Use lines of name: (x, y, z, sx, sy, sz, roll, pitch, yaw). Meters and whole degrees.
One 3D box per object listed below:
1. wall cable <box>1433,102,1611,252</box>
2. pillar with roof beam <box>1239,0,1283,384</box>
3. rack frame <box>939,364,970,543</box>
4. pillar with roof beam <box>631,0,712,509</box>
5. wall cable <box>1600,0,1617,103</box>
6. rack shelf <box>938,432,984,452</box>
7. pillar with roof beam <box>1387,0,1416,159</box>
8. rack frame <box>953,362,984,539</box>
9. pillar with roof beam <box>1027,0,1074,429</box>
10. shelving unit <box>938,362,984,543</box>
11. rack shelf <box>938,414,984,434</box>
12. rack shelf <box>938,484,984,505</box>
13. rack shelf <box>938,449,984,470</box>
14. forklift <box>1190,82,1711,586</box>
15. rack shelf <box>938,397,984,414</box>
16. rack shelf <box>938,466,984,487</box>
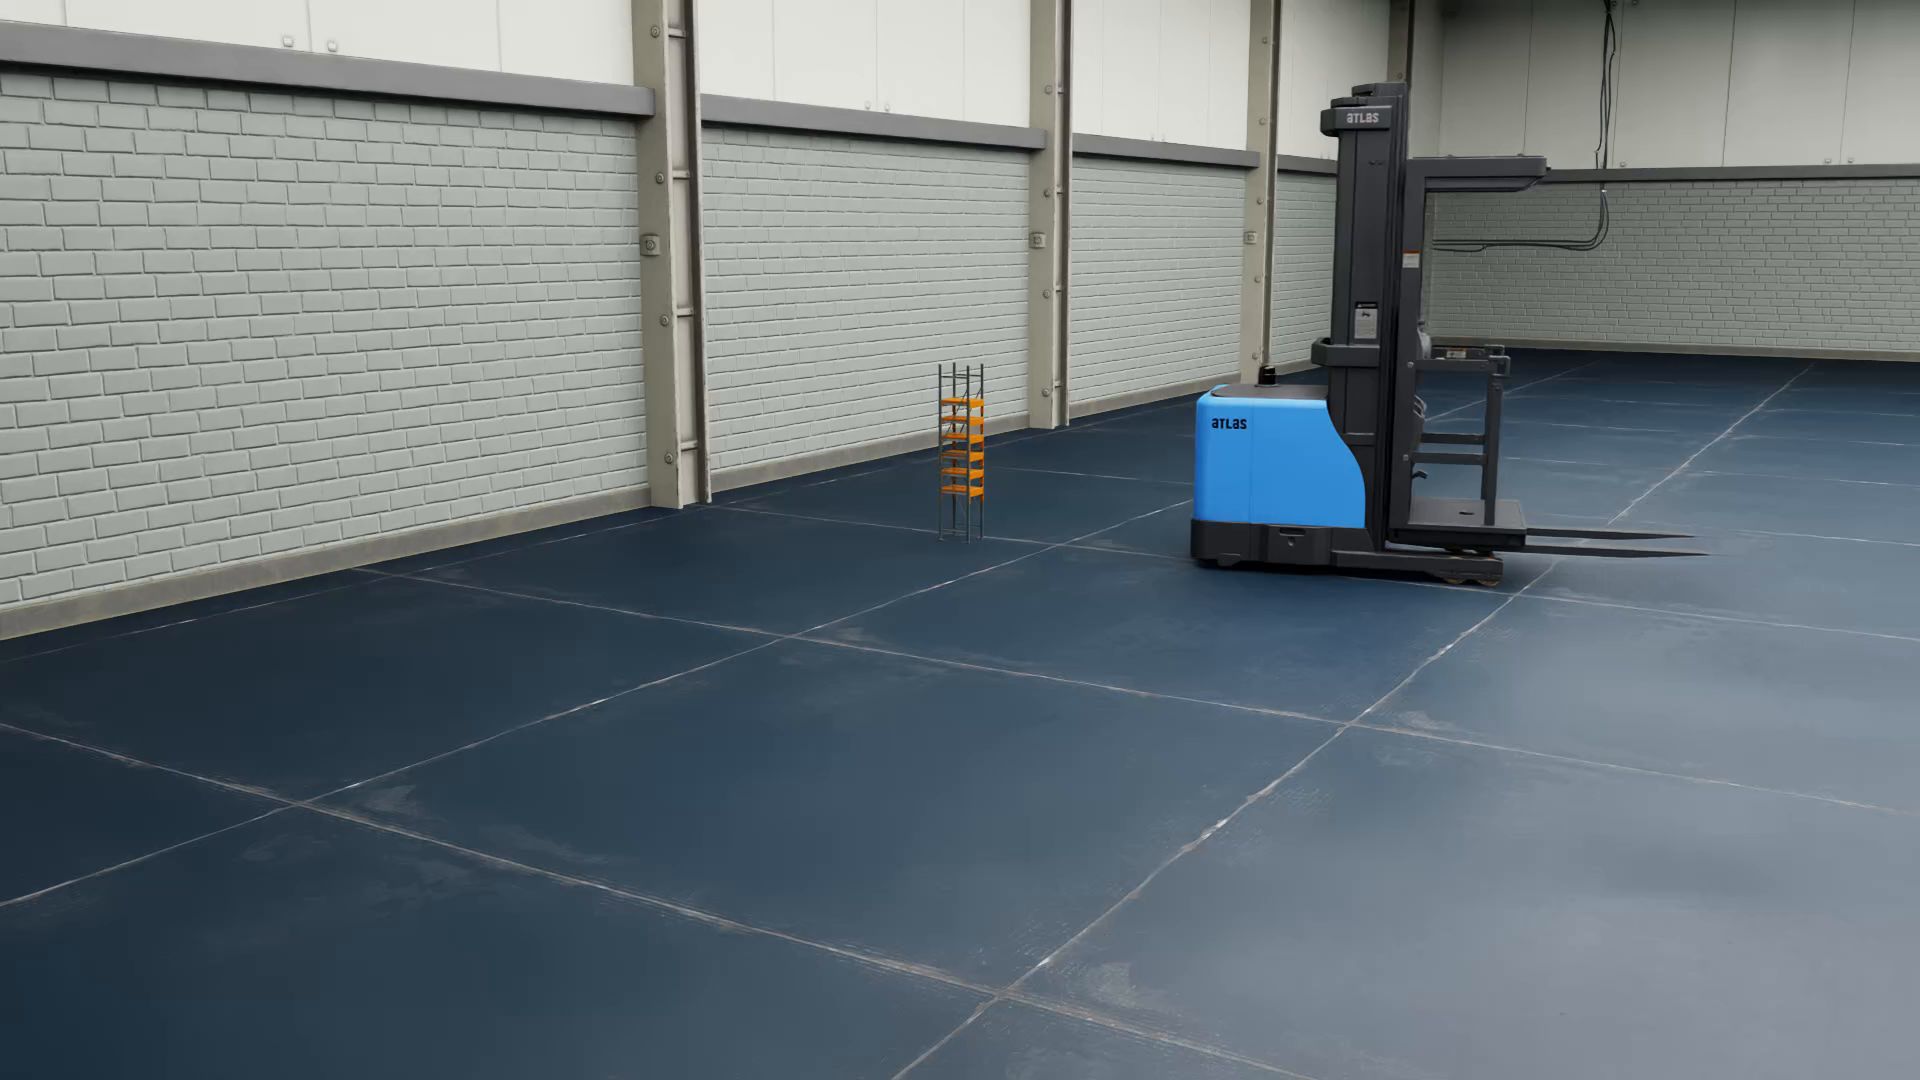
wall cable: (9.838, -6.348, 29.258, 3.097, 2.526, 0.112, 6, 12, 31)
pillar with roof beam: (7.742, -6.182, 19.935, 9.100, 9.000, 0.400, 6, 12, 31)
rack frame: (-0.040, -0.578, 11.194, 0.240, 1.200, 0.006, 6, 12, 31)
pillar with roof beam: (1.512, -4.295, 9.854, 9.100, 9.000, 0.400, 6, 12, 31)
wall cable: (12.150, -8.571, 27.413, 3.097, 2.526, 0.112, 6, 12, 31)
rack shelf: (0.008, -0.666, 11.257, 0.258, 0.103, 0.180, 6, 12, 31)
pillar with roof beam: (10.857, -7.126, 24.975, 9.100, 9.000, 0.400, 6, 12, 31)
rack frame: (0.055, -0.606, 11.347, 0.240, 1.200, 0.006, 6, 12, 31)
pillar with roof beam: (4.627, -5.238, 14.895, 9.100, 9.000, 0.400, 6, 12, 31)
shelving unit: (0.008, -0.592, 11.270, 0.258, 1.200, 0.189, 6, 12, 31)
rack shelf: (0.008, -0.784, 11.234, 0.258, 0.103, 0.180, 6, 12, 31)
rack shelf: (0.008, -0.312, 11.323, 0.258, 0.103, 0.180, 6, 12, 31)
rack shelf: (0.008, -0.548, 11.279, 0.258, 0.103, 0.180, 6, 12, 31)
forklift: (3.024, -1.275, 10.214, 3.031, 2.935, 1.130, 3, 11, 16)
rack shelf: (0.008, -0.902, 11.212, 0.258, 0.103, 0.180, 6, 12, 31)
rack shelf: (0.008, -0.430, 11.301, 0.258, 0.103, 0.180, 6, 12, 31)
